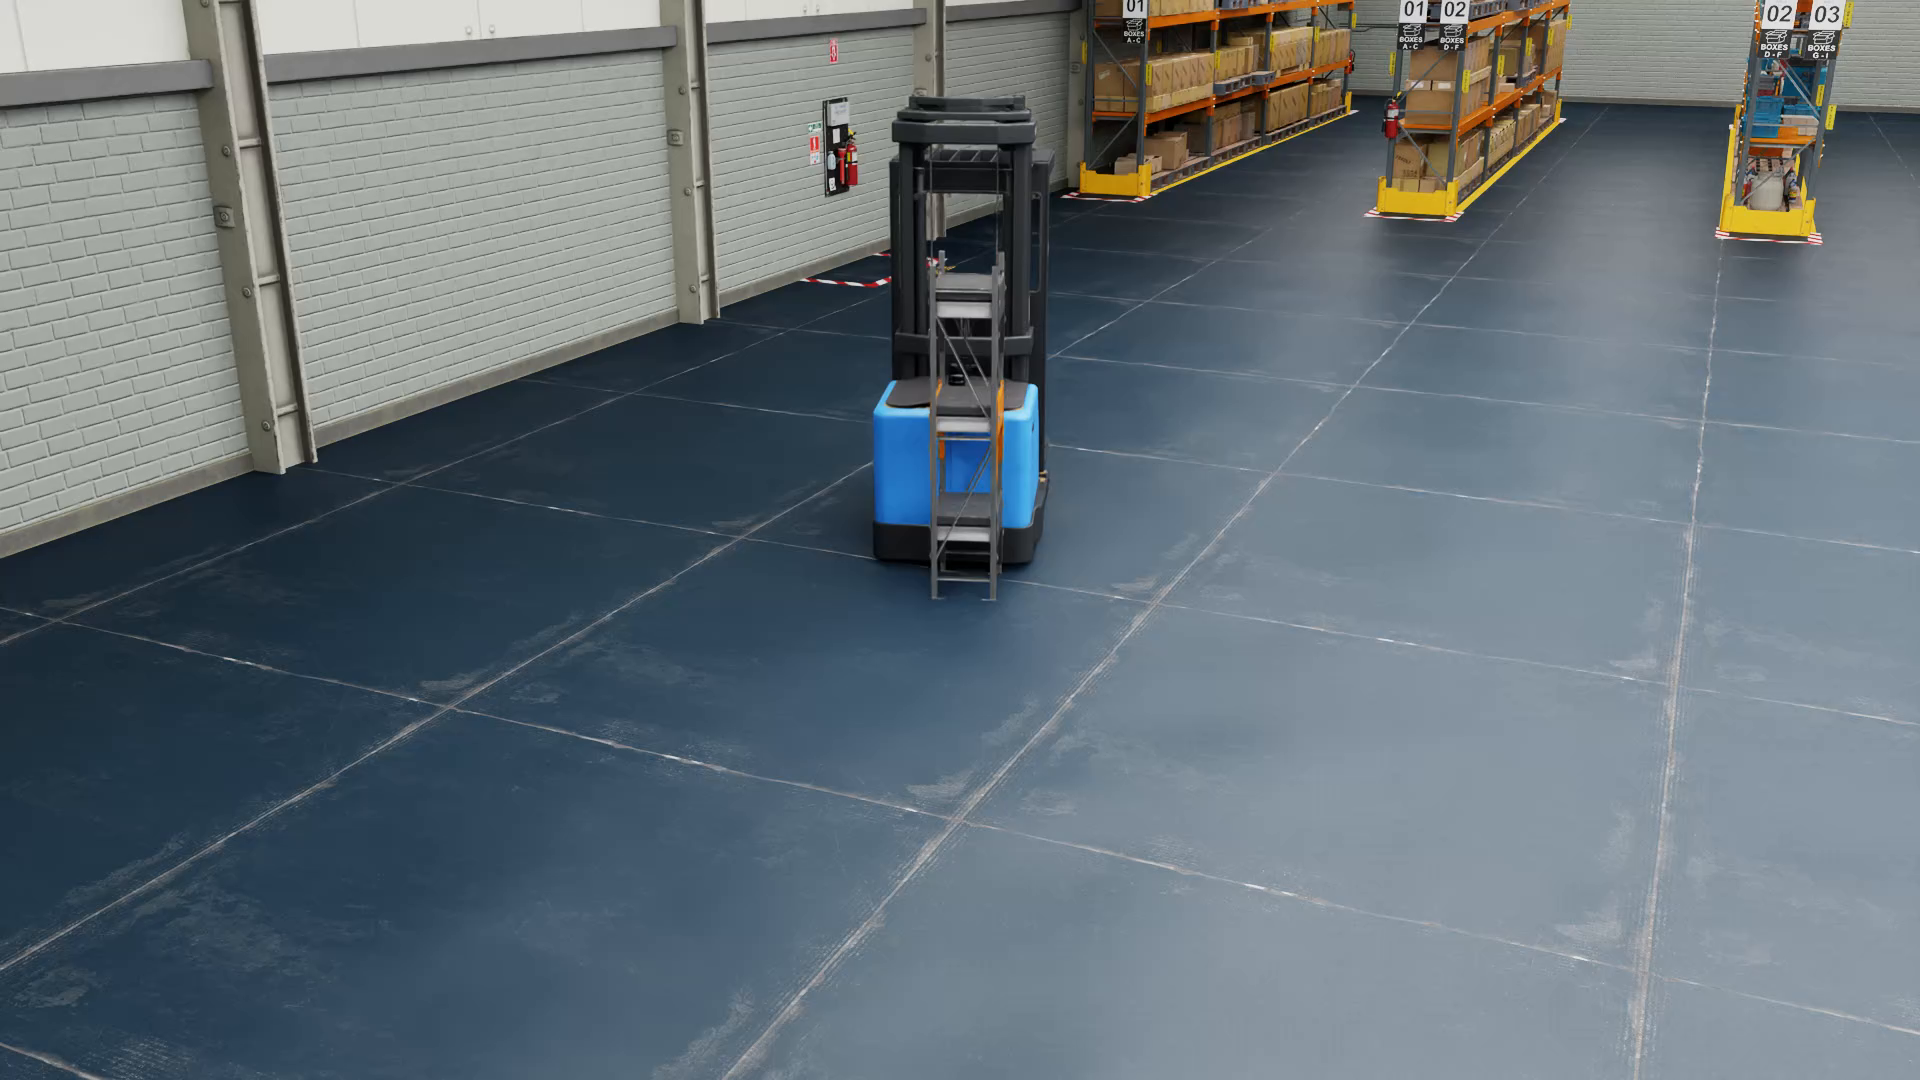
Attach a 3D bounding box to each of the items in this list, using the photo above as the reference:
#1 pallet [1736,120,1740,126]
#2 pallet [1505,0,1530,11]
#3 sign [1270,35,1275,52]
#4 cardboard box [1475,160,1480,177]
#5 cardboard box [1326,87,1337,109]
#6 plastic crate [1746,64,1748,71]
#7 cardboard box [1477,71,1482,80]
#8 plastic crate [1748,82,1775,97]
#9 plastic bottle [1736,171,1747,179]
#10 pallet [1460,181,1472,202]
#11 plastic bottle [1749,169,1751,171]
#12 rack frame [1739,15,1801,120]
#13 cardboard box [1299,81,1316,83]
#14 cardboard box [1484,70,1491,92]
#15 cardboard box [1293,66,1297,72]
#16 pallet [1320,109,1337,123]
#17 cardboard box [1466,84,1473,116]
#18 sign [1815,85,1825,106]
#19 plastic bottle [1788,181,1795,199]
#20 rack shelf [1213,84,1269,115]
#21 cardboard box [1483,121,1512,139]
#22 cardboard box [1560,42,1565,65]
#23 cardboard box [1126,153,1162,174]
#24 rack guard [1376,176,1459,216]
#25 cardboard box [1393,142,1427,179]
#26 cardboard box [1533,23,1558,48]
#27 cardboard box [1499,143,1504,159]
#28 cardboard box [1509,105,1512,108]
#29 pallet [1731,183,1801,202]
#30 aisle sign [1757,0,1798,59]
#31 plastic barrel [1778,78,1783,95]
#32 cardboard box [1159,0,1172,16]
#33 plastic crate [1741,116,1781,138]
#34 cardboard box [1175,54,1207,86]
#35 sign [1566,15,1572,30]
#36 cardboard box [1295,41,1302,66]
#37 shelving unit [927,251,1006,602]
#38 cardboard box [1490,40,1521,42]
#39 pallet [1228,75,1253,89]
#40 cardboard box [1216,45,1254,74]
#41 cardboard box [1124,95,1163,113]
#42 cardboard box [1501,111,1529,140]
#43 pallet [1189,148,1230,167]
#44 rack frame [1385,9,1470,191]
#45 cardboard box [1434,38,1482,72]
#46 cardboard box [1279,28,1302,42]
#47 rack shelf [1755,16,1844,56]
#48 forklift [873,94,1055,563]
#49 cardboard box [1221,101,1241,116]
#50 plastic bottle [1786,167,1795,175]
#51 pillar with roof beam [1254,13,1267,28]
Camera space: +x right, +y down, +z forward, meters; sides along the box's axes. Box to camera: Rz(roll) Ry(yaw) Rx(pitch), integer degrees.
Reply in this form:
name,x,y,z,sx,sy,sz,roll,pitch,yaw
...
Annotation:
name,x,y,z,sx,sy,sz,roll,pitch,yaw
pallet,17.761,-9.145,36.867,1.003,0.211,1.213,9,21,23
pallet,9.690,-9.703,30.080,1.003,0.211,1.213,10,22,25
sign,6.319,-10.056,33.657,0.100,0.325,0.005,9,21,23
cardboard box,8.499,-6.297,28.174,0.500,0.250,0.500,9,21,23
cardboard box,8.696,-10.704,40.194,0.700,0.500,0.500,8,21,23
plastic crate,17.248,-10.285,36.216,0.250,0.136,0.298,9,21,23
cardboard box,8.369,-7.647,27.377,0.380,0.149,0.250,8,21,22
plastic crate,13.140,-7.257,27.302,0.402,0.464,0.583,9,21,23
plastic bottle,12.511,-5.806,26.615,0.144,0.351,0.185,9,22,24
pallet,7.841,-5.792,27.440,1.003,0.211,1.213,9,21,23
plastic bottle,12.680,-5.810,26.726,0.061,0.283,0.133,9,21,23
rack frame,18.135,-10.705,37.094,1.000,3.000,0.127,9,21,23
cardboard box,8.252,-10.840,39.610,0.380,0.149,0.250,9,21,23
cardboard box,9.248,-8.158,29.783,0.500,0.500,0.500,10,22,27
cardboard box,7.134,-10.283,36.251,0.380,0.149,0.250,9,21,23
pallet,8.339,-10.124,39.621,1.003,0.211,1.213,9,21,23
cardboard box,7.899,-7.156,26.966,0.700,0.500,0.500,9,22,24
sign,13.718,-7.088,26.511,0.100,0.325,0.005,9,21,23
plastic bottle,12.750,-5.352,25.457,0.097,0.271,0.097,0,20,0
rack shelf,5.001,-8.669,32.441,1.077,0.370,4.000,9,21,23
cardboard box,10.144,-7.753,31.433,0.500,0.311,0.500,8,21,22
cardboard box,13.682,-11.259,38.501,0.500,0.500,0.500,9,22,24
cardboard box,3.143,-6.487,28.590,0.500,0.311,0.500,11,22,27
rack guard,7.055,-5.310,25.653,1.175,0.500,0.348,9,21,23
cardboard box,7.013,-5.955,26.095,0.500,0.500,0.500,9,21,23
cardboard box,12.851,-11.102,36.567,0.500,0.500,0.500,8,21,21
cardboard box,9.724,-7.179,30.657,0.500,0.250,0.500,9,21,24
cardboard box,11.350,-8.914,35.130,0.500,0.500,0.500,9,21,23
pallet,12.908,-5.523,26.685,1.003,0.211,1.213,9,21,23
aisle sign,11.282,-7.058,22.958,0.394,0.787,0.004,9,21,23
plastic barrel,14.460,-7.840,28.870,0.421,0.512,0.421,0,20,0
cardboard box,3.162,-8.870,27.279,0.500,0.500,0.500,10,22,26
plastic crate,11.515,-5.938,23.911,0.499,0.251,0.616,9,21,23
cardboard box,4.072,-8.348,29.540,0.500,0.500,0.500,8,21,22
sign,14.115,-11.998,38.530,0.100,0.325,0.005,9,21,23
cardboard box,7.086,-10.553,36.043,0.500,0.500,0.500,9,21,23
shelving unit,0.046,-0.690,10.277,0.431,2.100,0.503,2,20,5
cardboard box,11.581,-10.294,35.162,0.700,0.500,0.500,2,20,4
pallet,5.047,-8.918,32.354,1.003,0.211,1.213,9,21,23
cardboard box,5.433,-9.554,33.050,0.700,0.500,0.500,6,21,18
cardboard box,3.034,-7.218,27.482,0.500,0.250,0.500,8,21,21
cardboard box,11.207,-8.383,33.639,0.500,0.500,0.500,8,21,22
pallet,4.500,-7.321,31.738,1.003,0.211,1.213,9,21,23
rack frame,7.065,-6.495,25.255,1.000,3.000,0.127,9,21,23
cardboard box,8.116,-7.932,27.210,0.700,0.500,0.500,9,21,23
cardboard box,7.073,-10.903,35.908,0.500,0.250,0.500,9,21,24
rack shelf,12.402,-7.500,24.678,1.077,0.370,4.000,9,21,23
forklift,0.090,-1.680,11.819,1.130,2.935,3.031,2,20,5
cardboard box,5.282,-8.609,33.154,0.500,0.250,0.500,9,21,24
plastic bottle,13.220,-5.760,26.484,0.144,0.351,0.185,8,21,21
pillar with roof beam,10.883,-13.410,35.747,9.100,9.000,0.400,9,21,23
